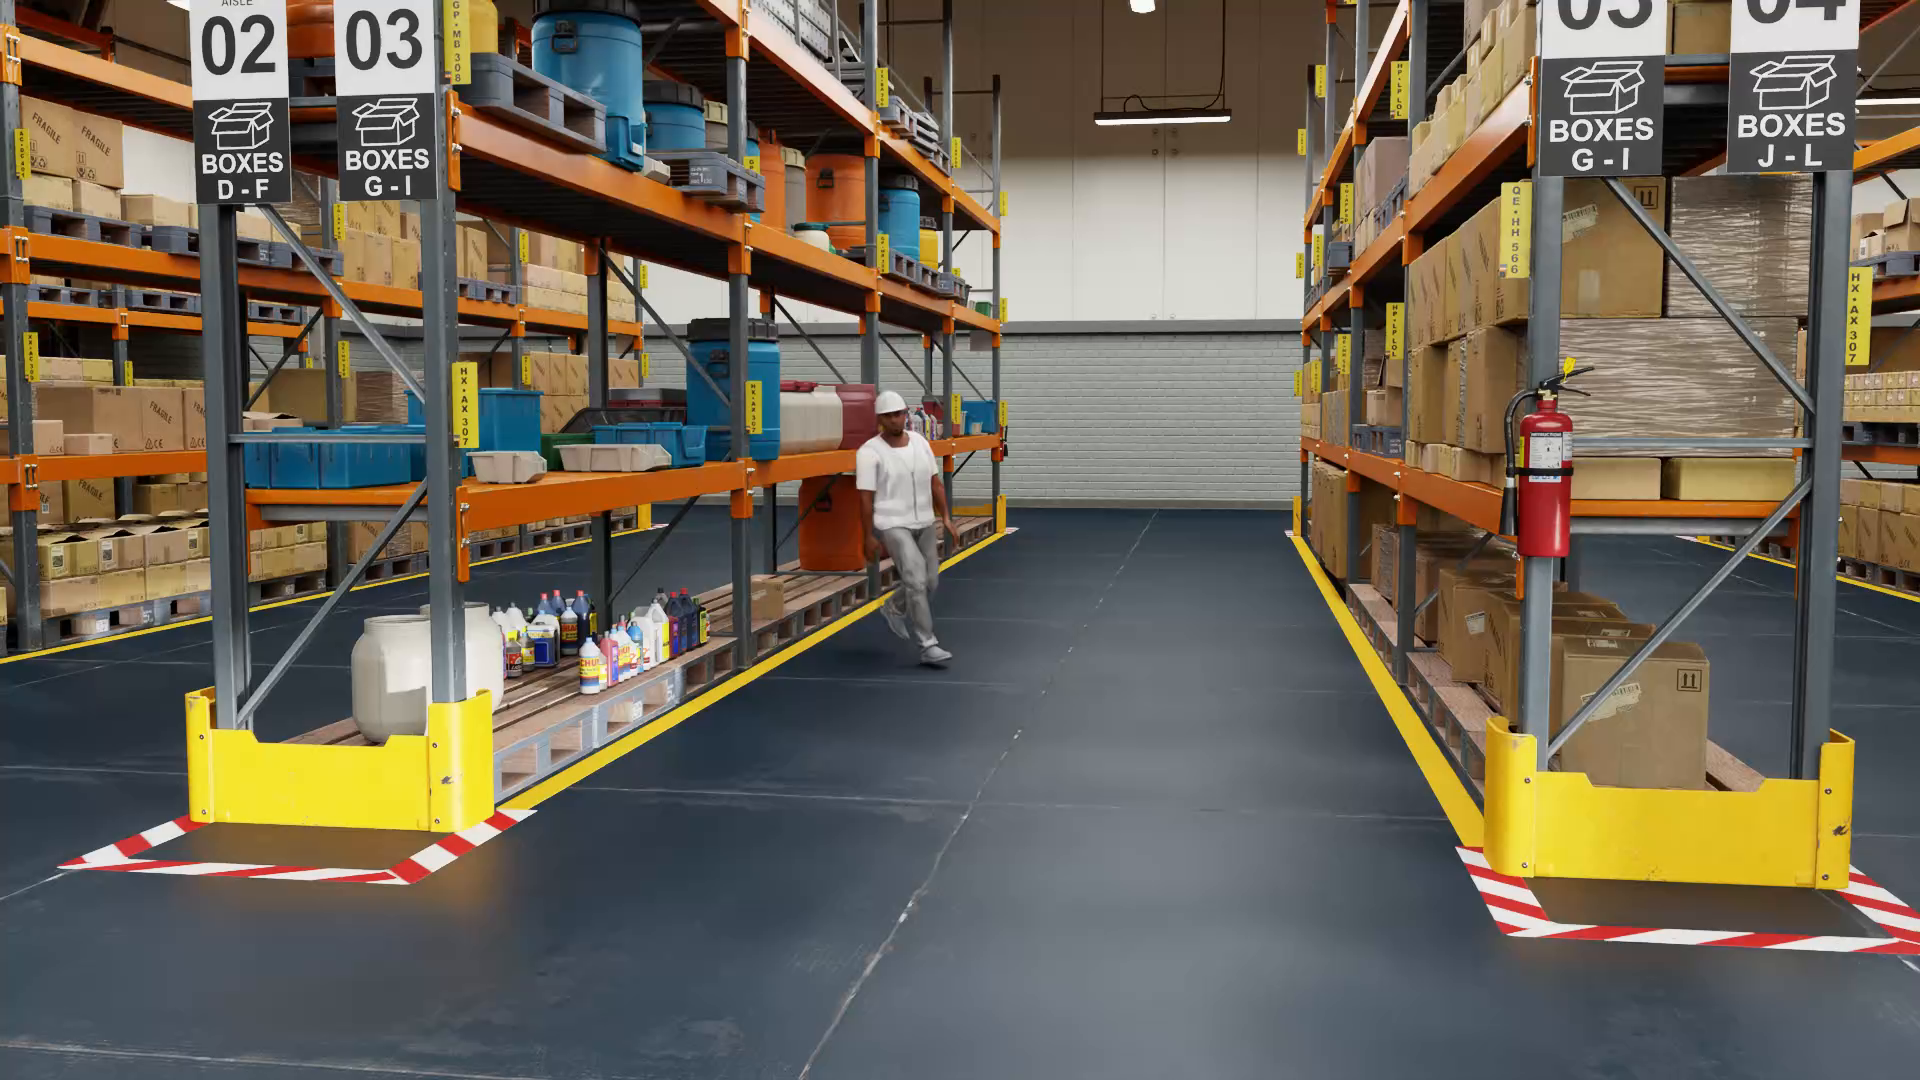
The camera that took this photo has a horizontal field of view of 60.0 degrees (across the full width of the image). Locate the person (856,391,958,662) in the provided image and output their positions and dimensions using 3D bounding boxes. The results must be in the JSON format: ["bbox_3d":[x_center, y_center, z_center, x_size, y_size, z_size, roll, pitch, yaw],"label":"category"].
[{"bbox_3d":[-0.379,-0.089,10.688,0.645,1.730,0.879,-3,6,-37],"label":"person"}]
